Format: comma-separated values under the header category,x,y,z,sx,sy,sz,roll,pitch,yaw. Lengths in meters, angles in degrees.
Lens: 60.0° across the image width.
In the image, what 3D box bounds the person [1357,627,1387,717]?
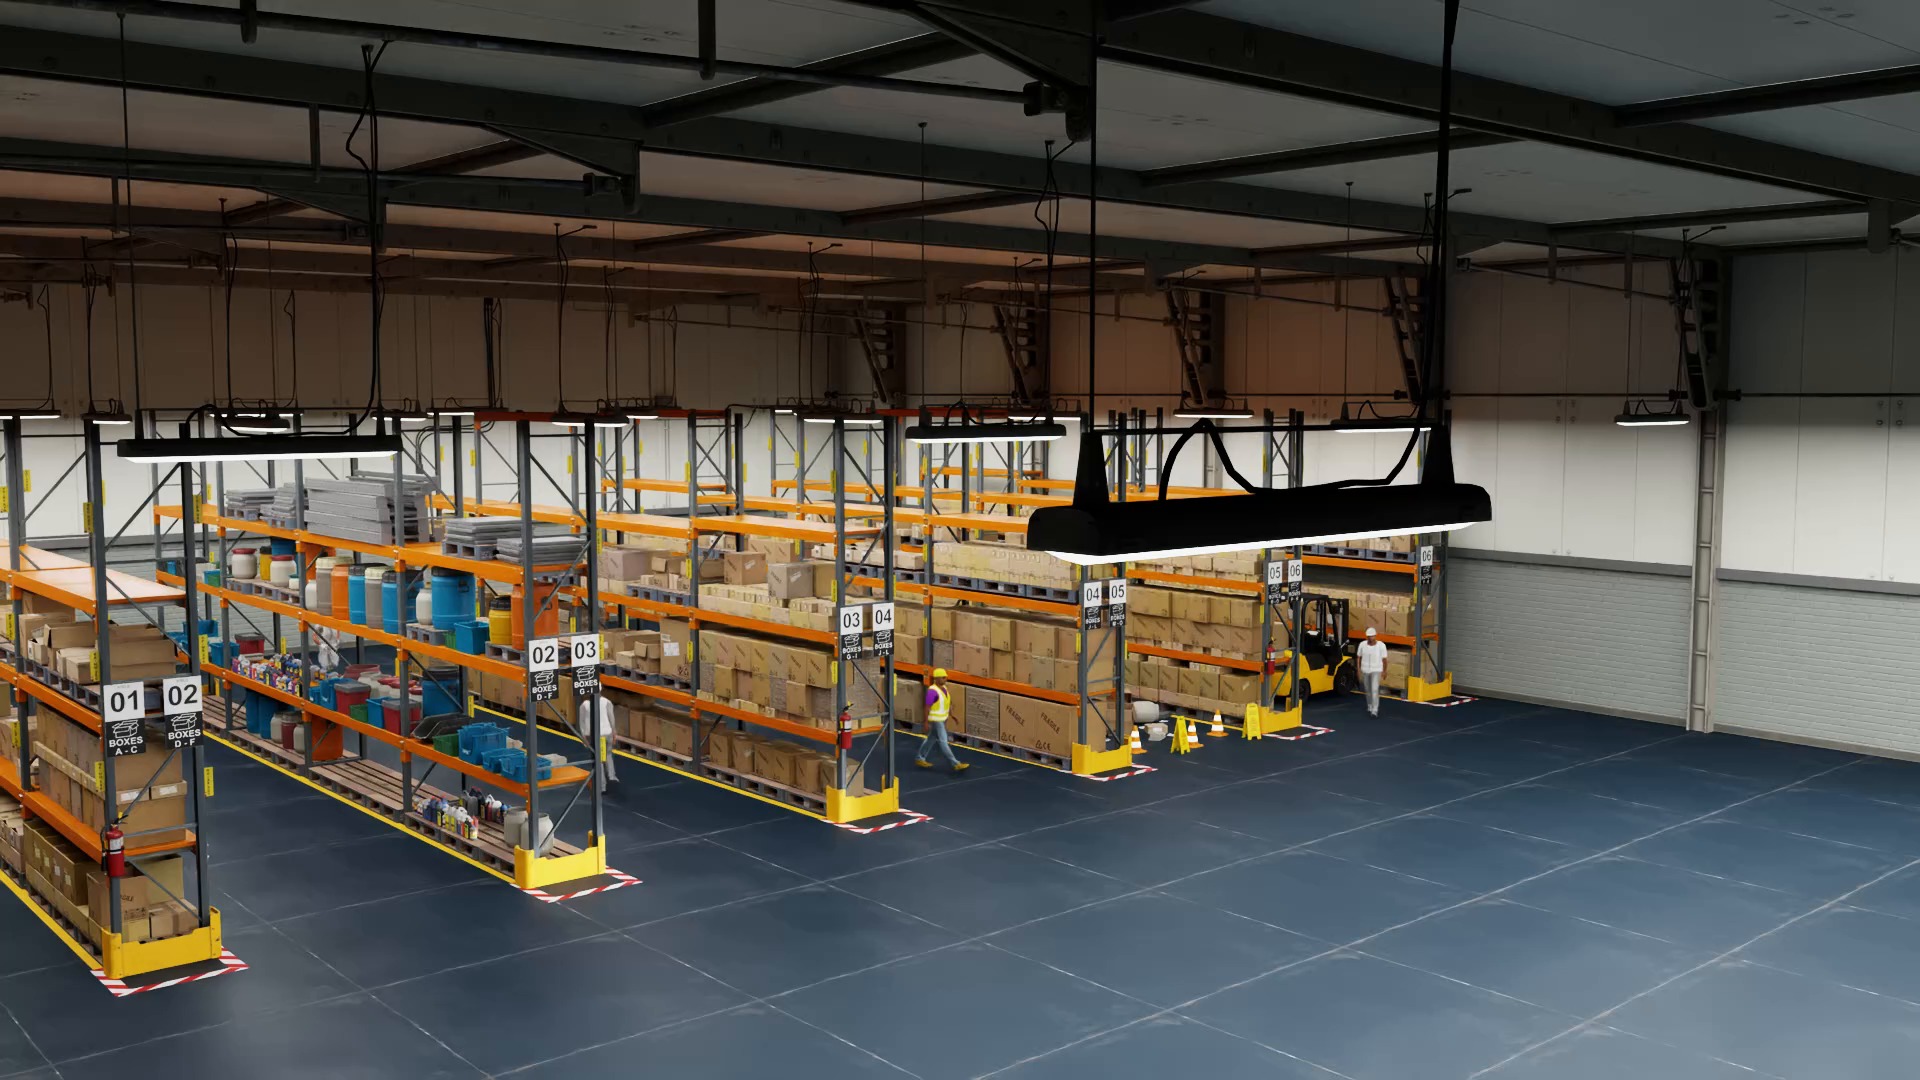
category,x,y,z,sx,sy,sz,roll,pitch,yaw
person,8.087,2.588,32.778,0.568,1.741,0.911,3,6,32

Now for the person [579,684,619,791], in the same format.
category,x,y,z,sx,sy,sz,roll,pitch,yaw
person,-5.761,3.112,26.547,0.579,1.763,0.495,-3,6,-31

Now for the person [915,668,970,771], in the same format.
category,x,y,z,sx,sy,sz,roll,pitch,yaw
person,-0.277,3.001,27.897,1.082,1.699,0.590,2,5,19

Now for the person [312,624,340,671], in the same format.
category,x,y,z,sx,sy,sz,roll,pitch,yaw
person,-13.761,2.324,36.145,0.635,1.684,0.632,-3,6,-33
